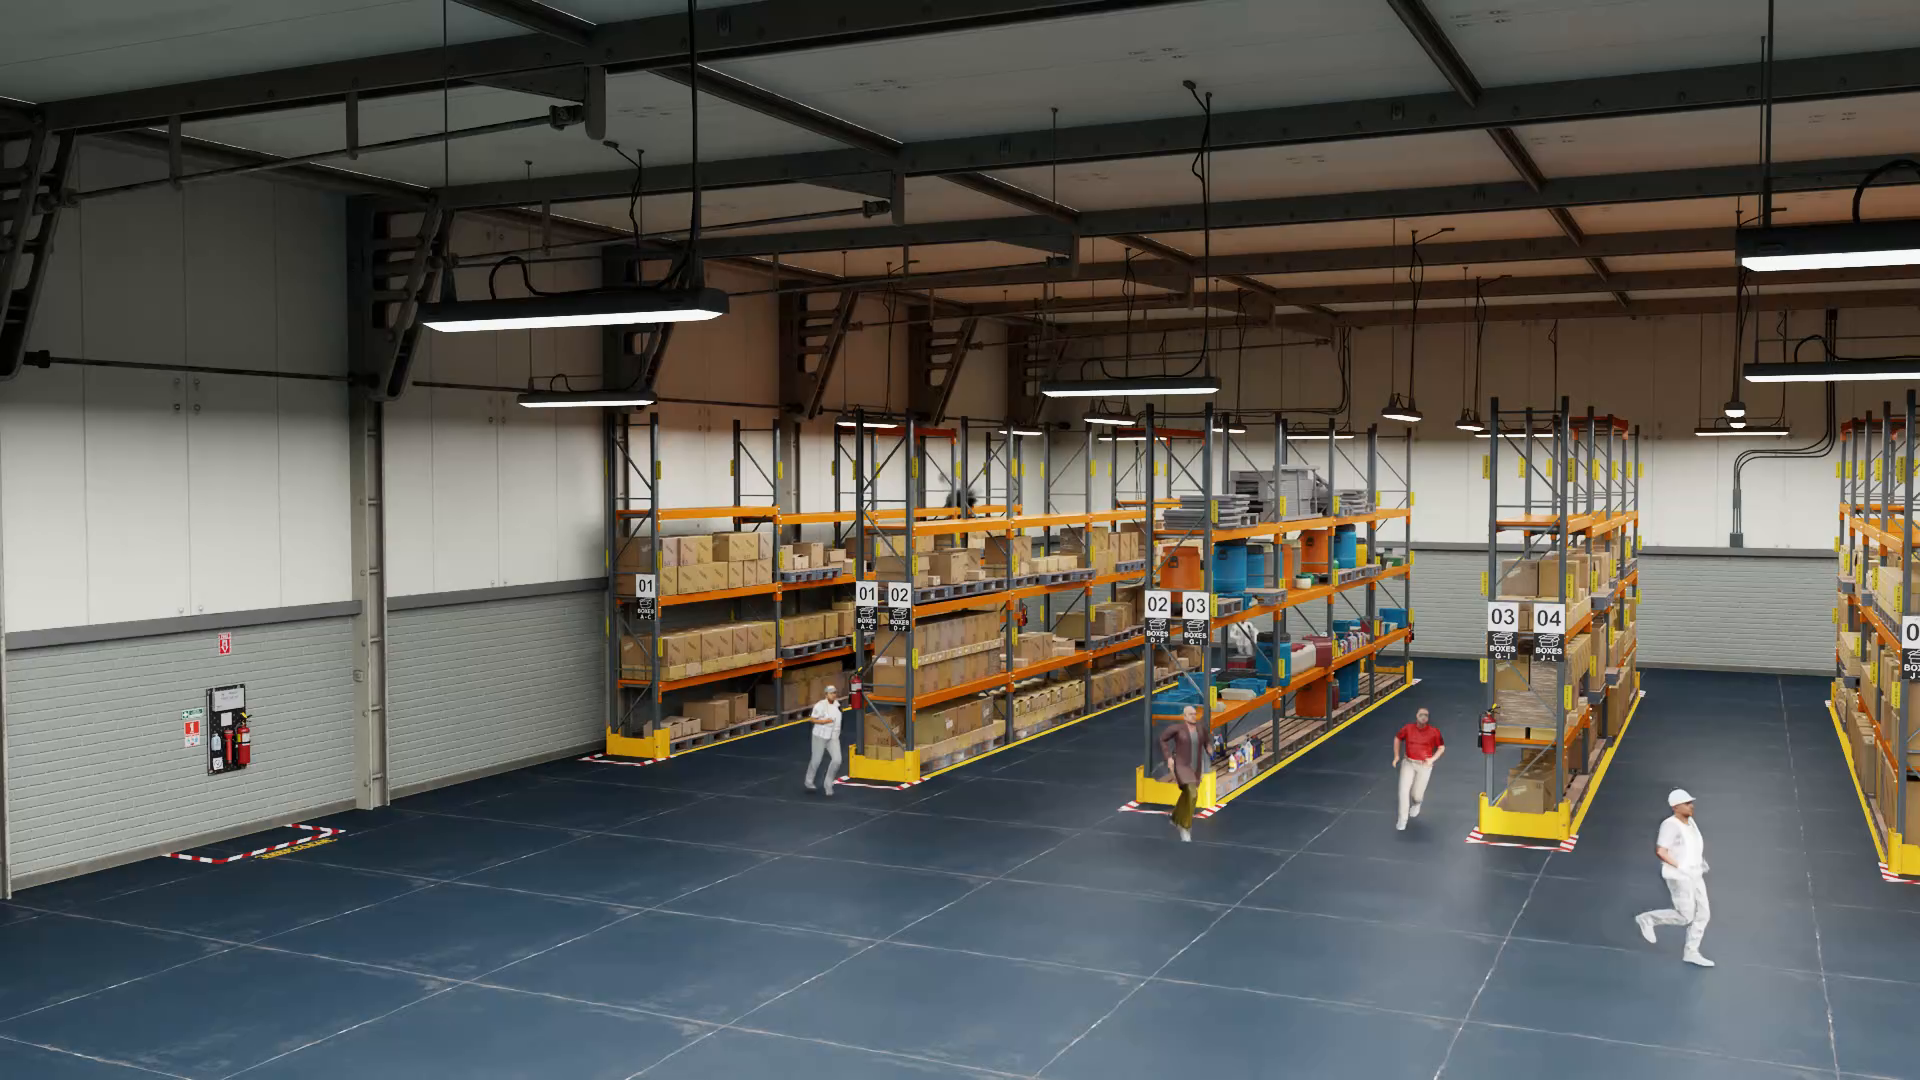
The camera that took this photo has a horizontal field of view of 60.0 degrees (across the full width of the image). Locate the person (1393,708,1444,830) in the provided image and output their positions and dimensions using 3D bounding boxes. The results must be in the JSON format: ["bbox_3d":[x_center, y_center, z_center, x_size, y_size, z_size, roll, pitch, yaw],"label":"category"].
[{"bbox_3d":[6.442,3.196,23.385,0.700,1.695,0.745,1,3,23],"label":"person"}]

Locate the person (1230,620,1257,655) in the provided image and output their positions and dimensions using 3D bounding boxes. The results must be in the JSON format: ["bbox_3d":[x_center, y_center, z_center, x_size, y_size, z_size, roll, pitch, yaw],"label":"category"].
[{"bbox_3d":[6.665,2.529,39.110,0.640,1.764,0.628,1,2,12],"label":"person"}]

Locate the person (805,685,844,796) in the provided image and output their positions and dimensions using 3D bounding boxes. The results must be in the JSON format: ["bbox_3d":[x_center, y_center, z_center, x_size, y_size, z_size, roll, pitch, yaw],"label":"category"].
[{"bbox_3d":[-2.054,3.109,25.780,0.603,1.725,0.704,-1,3,-32],"label":"person"}]

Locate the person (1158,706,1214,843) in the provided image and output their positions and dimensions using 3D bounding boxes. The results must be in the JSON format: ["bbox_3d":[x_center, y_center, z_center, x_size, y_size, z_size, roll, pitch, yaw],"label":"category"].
[{"bbox_3d":[3.114,3.165,22.646,0.693,1.834,0.848,-1,3,-29],"label":"person"}]

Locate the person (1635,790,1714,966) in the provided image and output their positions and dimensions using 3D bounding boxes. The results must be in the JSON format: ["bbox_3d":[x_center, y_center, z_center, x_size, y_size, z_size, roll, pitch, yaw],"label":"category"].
[{"bbox_3d":[7.326,3.417,16.966,0.682,1.753,0.769,-2,3,-43],"label":"person"}]
